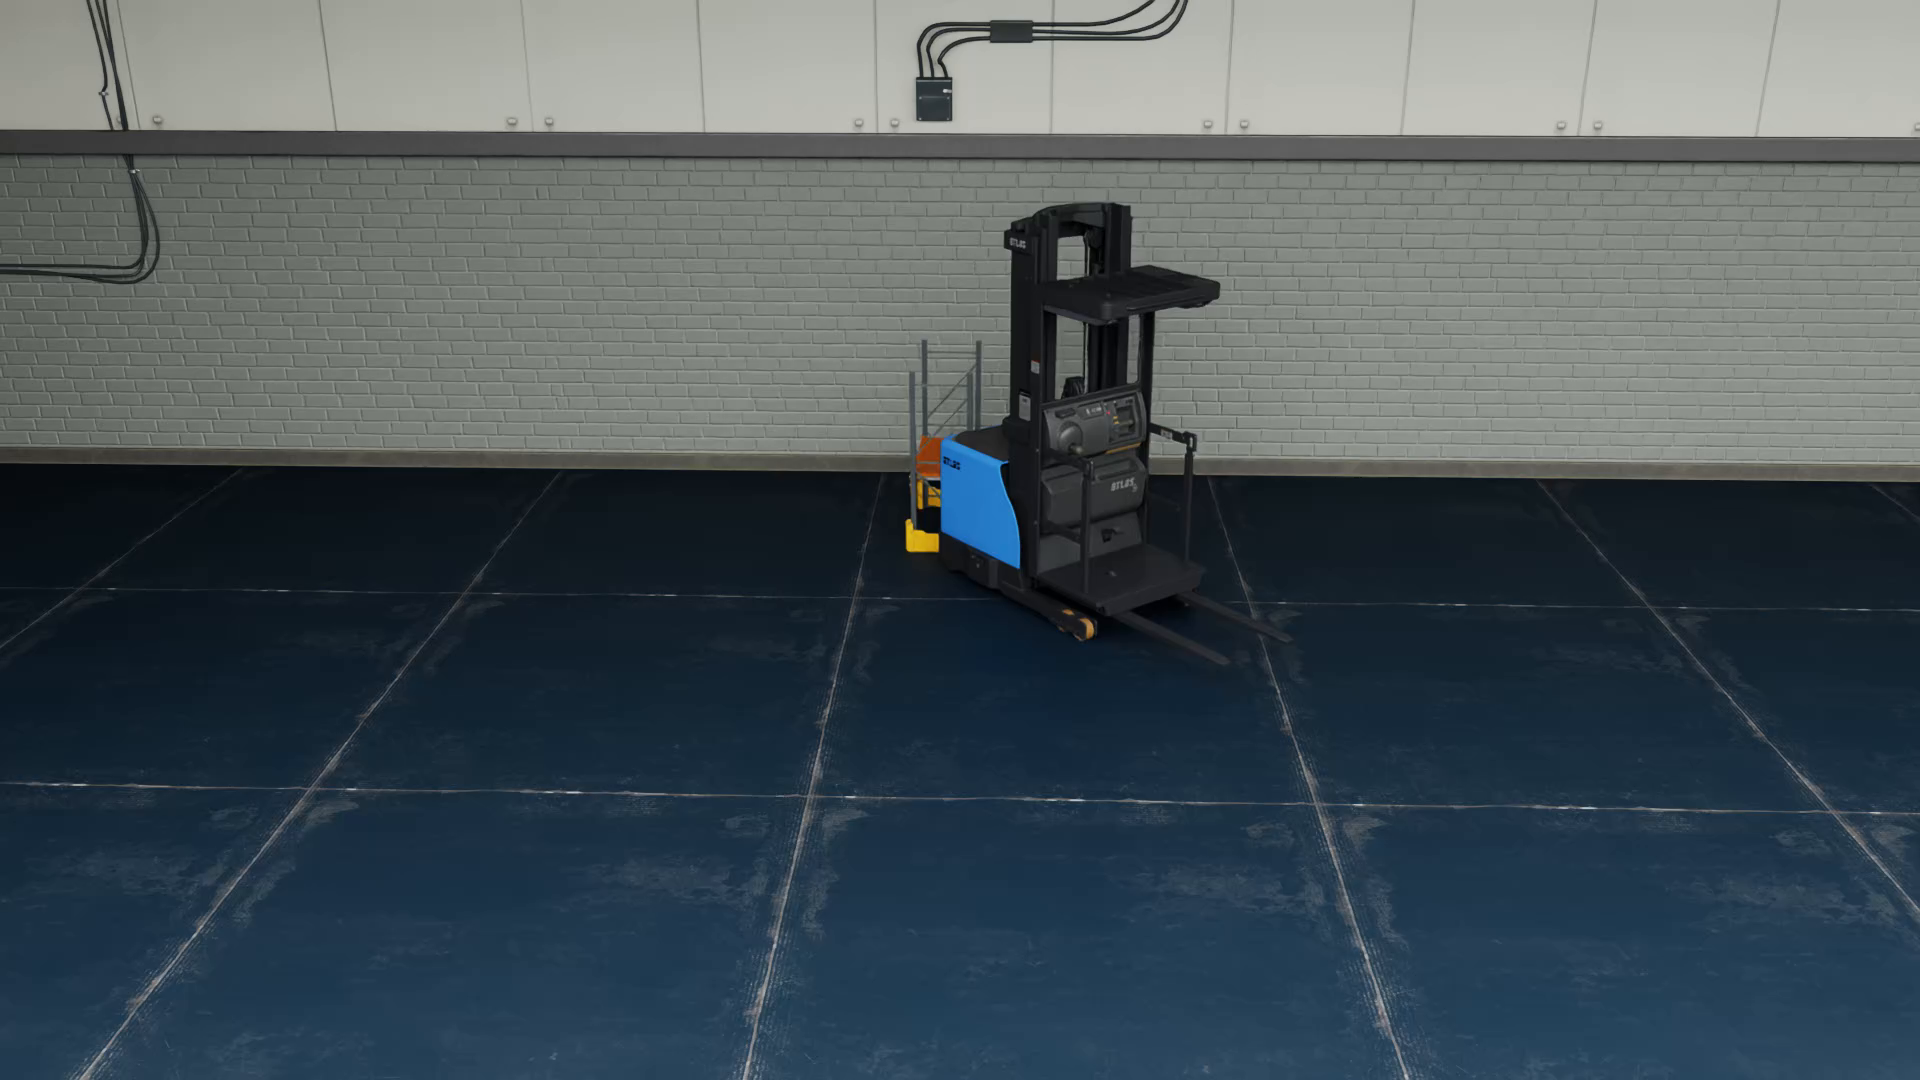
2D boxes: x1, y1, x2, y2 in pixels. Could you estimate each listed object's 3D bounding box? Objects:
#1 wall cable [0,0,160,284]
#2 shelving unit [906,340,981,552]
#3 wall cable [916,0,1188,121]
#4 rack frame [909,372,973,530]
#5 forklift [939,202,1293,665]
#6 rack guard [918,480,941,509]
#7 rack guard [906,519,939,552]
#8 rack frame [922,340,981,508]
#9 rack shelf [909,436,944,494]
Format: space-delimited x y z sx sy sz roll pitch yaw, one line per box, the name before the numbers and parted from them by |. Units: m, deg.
wall cable | -8.708 -3.460 14.592 3.097 2.526 0.112 1 21 2
shelving unit | -0.111 -0.795 13.797 0.587 1.500 1.083 2 21 4
wall cable | 0.780 -6.383 13.132 2.305 6.003 0.169 1 21 2
rack frame | -0.147 -0.615 13.333 0.500 1.500 0.032 2 21 4
forklift | 1.117 -0.841 11.938 1.130 2.935 3.031 -15 26 -34
rack guard | -0.074 -0.392 14.486 0.587 0.250 0.087 2 21 4
rack guard | -0.147 -0.032 13.560 0.587 0.250 0.087 2 21 4
rack frame | -0.072 -0.981 14.278 0.500 1.500 0.032 2 21 4
rack shelf | -0.110 -0.630 13.871 0.538 0.185 1.000 2 21 4
